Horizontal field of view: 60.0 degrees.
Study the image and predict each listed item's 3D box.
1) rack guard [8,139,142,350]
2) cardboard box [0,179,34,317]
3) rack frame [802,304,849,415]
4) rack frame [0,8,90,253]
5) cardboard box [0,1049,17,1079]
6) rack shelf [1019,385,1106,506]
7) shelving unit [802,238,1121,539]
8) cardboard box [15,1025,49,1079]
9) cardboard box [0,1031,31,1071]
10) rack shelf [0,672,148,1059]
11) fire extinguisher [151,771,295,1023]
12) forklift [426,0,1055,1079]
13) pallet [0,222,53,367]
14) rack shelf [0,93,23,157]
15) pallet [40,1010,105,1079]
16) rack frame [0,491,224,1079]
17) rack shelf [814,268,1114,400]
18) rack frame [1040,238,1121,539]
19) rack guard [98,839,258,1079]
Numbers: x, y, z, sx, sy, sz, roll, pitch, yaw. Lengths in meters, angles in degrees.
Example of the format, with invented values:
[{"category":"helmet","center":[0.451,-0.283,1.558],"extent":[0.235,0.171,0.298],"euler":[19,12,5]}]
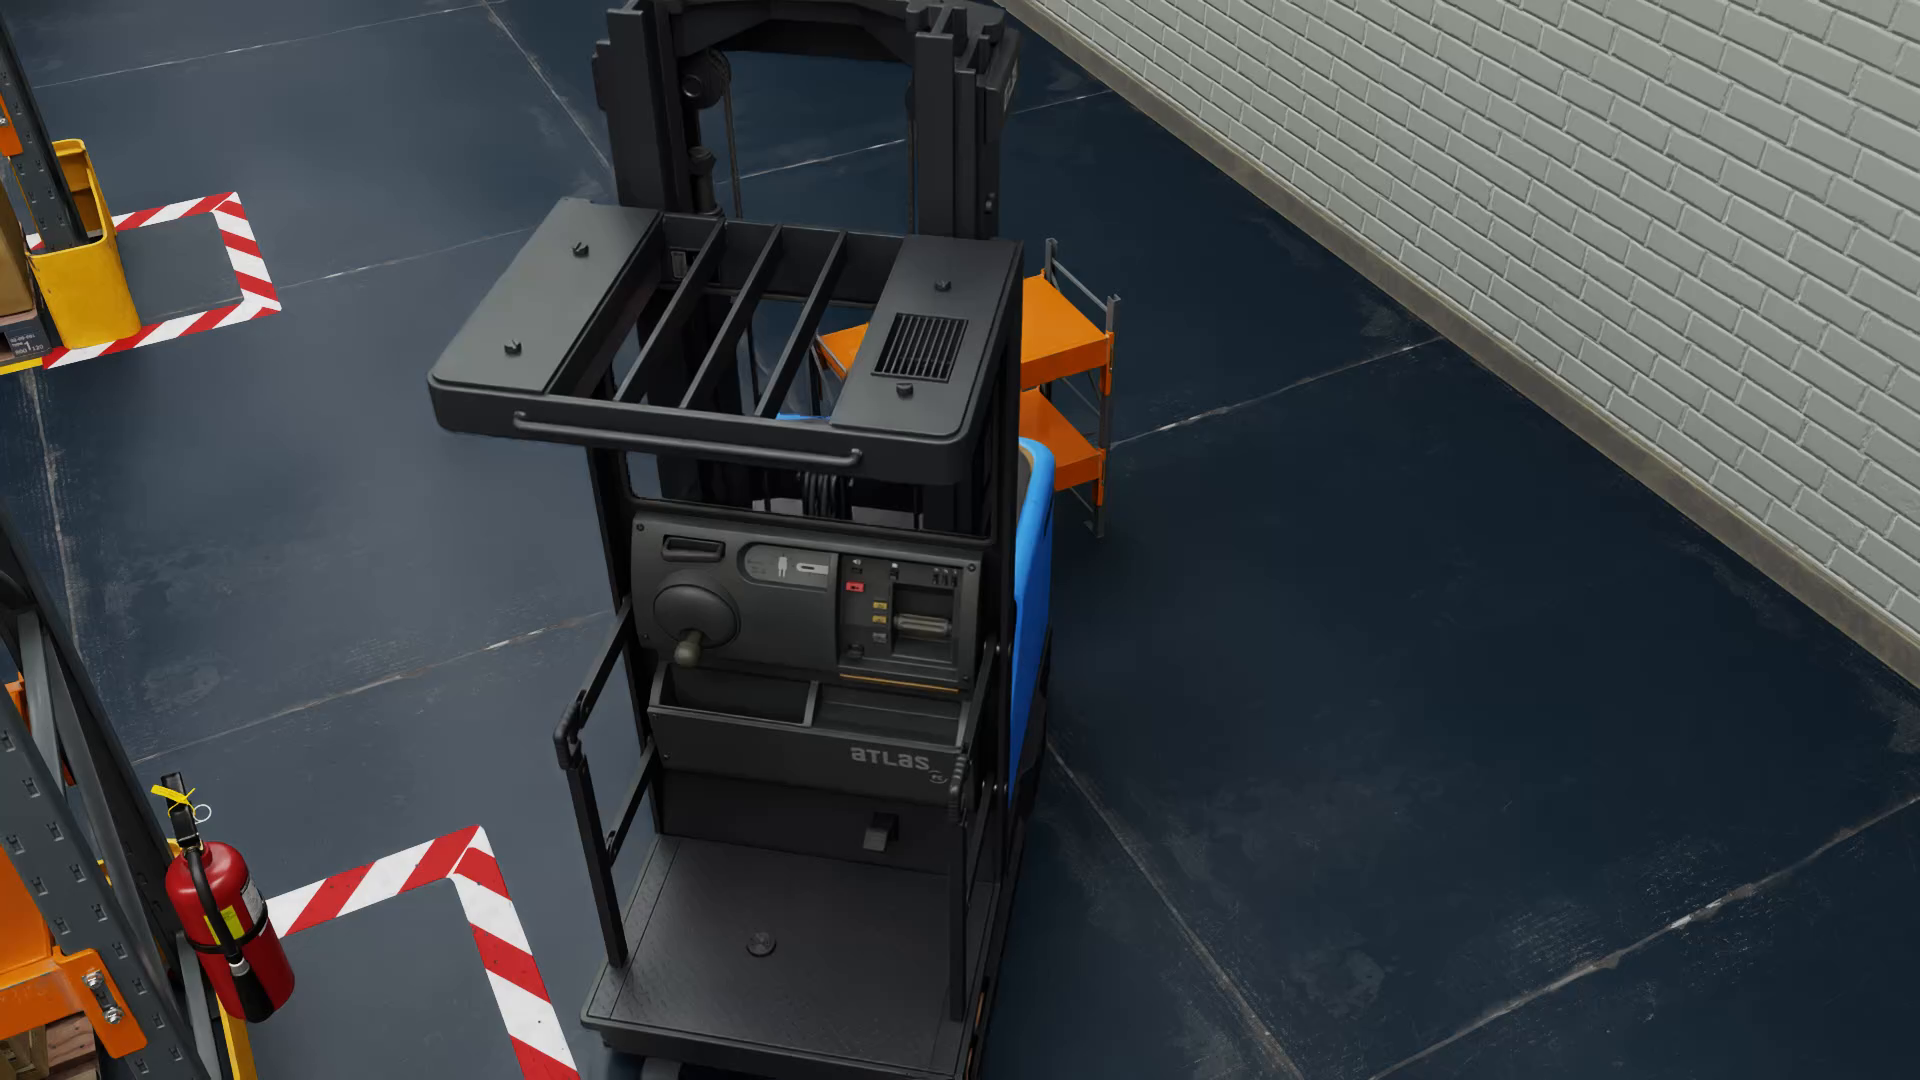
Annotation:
[{"category":"rack guard","center":[-4.307,-1.455,8.082],"extent":[0.348,0.500,1.175],"euler":[-19,44,-21]},{"category":"cardboard box","center":[-4.859,-1.514,7.536],"extent":[0.875,0.875,0.875],"euler":[-19,44,-21]},{"category":"rack frame","center":[-0.445,-0.280,6.210],"extent":[0.032,1.125,0.500],"euler":[-19,44,-21]},{"category":"rack frame","center":[-4.329,-2.402,7.265],"extent":[0.127,3.000,1.000],"euler":[-19,44,-21]},{"category":"cardboard box","center":[-2.480,1.475,4.107],"extent":[0.250,0.149,0.380],"euler":[-18,43,-20]},{"category":"rack shelf","center":[0.006,-0.245,6.547],"extent":[1.000,0.278,0.538],"euler":[-19,44,-21]},{"category":"shelving unit","center":[0.006,-0.431,6.389],"extent":[1.048,1.125,0.538],"euler":[-19,44,-21]},{"category":"cardboard box","center":[-2.740,1.372,4.690],"extent":[0.250,0.149,0.380],"euler":[-18,43,-20]},{"category":"cardboard box","center":[-2.710,1.294,4.550],"extent":[0.250,0.149,0.380],"euler":[-17,43,-19]},{"category":"rack shelf","center":[-3.901,1.342,3.399],"extent":[4.000,0.370,1.077],"euler":[-19,44,-21]},{"category":"fire extinguisher","center":[-1.690,0.832,3.794],"extent":[0.183,0.674,0.296],"euler":[-19,44,-21]},{"category":"forklift","center":[-0.445,0.250,4.187],"extent":[1.130,2.935,3.031],"euler":[7,41,8]},{"category":"pallet","center":[-5.002,-1.054,7.832],"extent":[1.213,0.211,1.003],"euler":[-19,44,-21]},{"category":"rack shelf","center":[-6.102,-1.530,6.793],"extent":[4.000,0.370,1.077],"euler":[-19,44,-21]},{"category":"pallet","center":[-2.931,1.780,4.484],"extent":[1.213,0.211,1.003],"euler":[-19,44,-21]},{"category":"rack frame","center":[-2.127,0.471,3.872],"extent":[0.127,3.000,1.000],"euler":[-19,44,-21]},{"category":"rack shelf","center":[0.006,-0.655,6.200],"extent":[1.000,0.278,0.538],"euler":[-19,44,-21]},{"category":"rack frame","center":[0.457,-0.583,6.568],"extent":[0.032,1.125,0.500],"euler":[-19,44,-21]},{"category":"rack guard","center":[-2.194,1.448,4.653],"extent":[0.348,0.500,1.175],"euler":[-19,44,-21]}]
